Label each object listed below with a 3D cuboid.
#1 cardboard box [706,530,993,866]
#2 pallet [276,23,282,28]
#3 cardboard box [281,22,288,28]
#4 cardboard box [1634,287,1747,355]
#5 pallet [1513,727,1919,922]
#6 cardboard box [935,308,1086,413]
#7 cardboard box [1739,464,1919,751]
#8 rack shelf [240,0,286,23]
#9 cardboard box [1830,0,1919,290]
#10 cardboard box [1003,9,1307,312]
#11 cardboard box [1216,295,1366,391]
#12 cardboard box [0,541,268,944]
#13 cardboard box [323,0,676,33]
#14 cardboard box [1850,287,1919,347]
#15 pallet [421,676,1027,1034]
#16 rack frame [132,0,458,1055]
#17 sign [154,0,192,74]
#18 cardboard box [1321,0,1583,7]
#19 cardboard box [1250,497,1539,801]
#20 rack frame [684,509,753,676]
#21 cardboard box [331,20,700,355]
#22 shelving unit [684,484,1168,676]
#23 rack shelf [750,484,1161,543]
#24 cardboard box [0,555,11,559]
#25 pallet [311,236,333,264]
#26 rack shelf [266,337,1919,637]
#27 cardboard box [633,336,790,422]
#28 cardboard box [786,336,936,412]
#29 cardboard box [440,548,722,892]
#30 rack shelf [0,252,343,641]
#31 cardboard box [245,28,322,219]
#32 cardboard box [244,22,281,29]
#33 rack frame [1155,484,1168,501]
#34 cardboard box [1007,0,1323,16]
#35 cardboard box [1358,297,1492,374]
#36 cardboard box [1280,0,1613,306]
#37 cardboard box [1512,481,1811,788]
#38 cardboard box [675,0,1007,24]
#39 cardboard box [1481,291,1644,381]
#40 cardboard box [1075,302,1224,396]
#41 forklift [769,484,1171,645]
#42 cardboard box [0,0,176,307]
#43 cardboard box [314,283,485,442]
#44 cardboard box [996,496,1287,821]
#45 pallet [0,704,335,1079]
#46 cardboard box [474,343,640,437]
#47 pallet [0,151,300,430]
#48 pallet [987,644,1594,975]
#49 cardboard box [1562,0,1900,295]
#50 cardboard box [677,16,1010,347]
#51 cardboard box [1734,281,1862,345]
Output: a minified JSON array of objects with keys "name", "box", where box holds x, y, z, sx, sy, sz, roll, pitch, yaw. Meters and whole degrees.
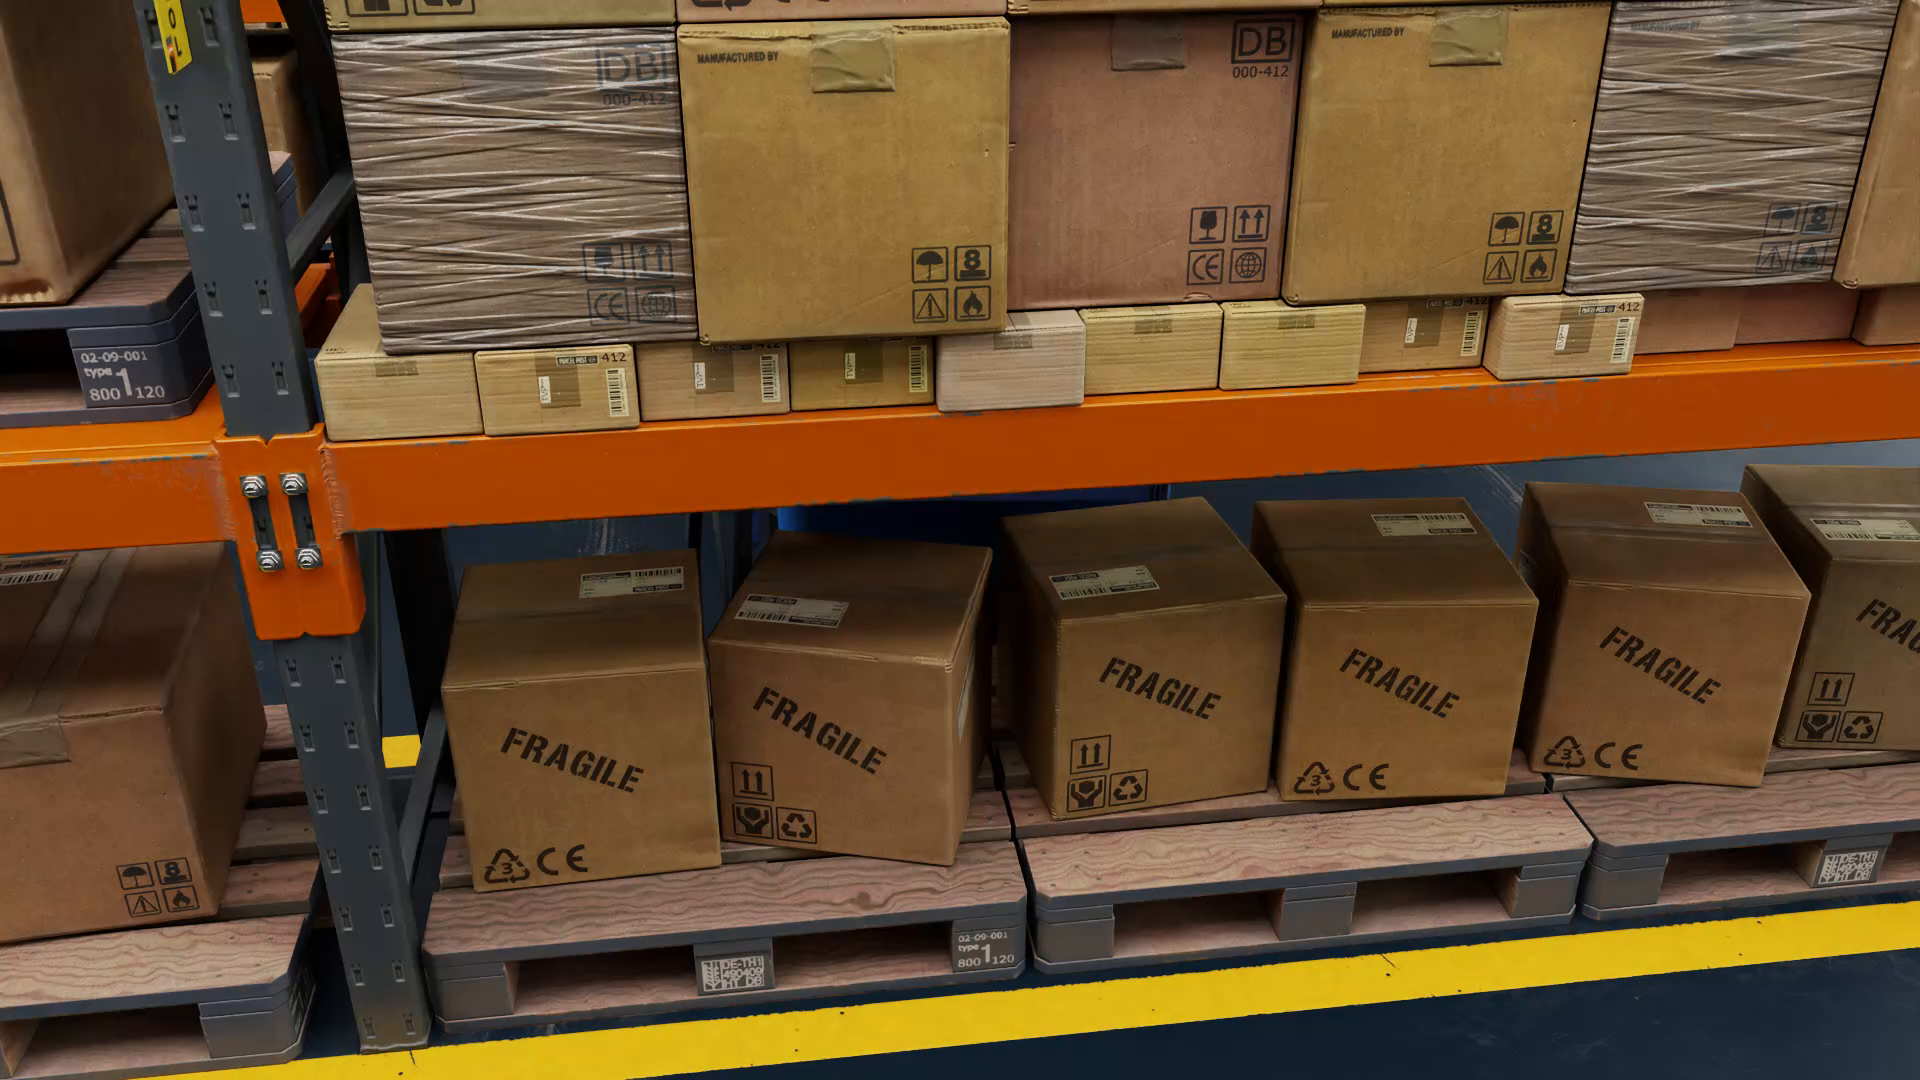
[{"name":"cardboard box","box":[-0.217,0.328,3.603,0.500,0.500,0.500,5,28,9]},{"name":"pallet","box":[-4.547,-3.660,12.152,1.213,0.211,1.003,-4,27,-7]},{"name":"cardboard box","box":[-4.485,-3.921,12.024,0.625,0.372,0.950,-3,27,-5]},{"name":"cardboard box","box":[1.287,-0.494,3.203,0.250,0.149,0.380,-4,27,-7]},{"name":"pallet","box":[1.891,0.477,4.090,1.213,0.211,1.003,-4,27,-7]},{"name":"cardboard box","box":[0.062,-0.372,2.964,0.250,0.149,0.380,-4,27,-7]},{"name":"cardboard box","box":[2.155,0.153,3.944,0.500,0.500,0.500,1,27,2]},{"name":"rack shelf","box":[-3.757,-2.351,7.335,4.000,0.370,1.077,-4,27,-7]},{"name":"cardboard box","box":[1.749,-0.873,3.230,0.500,0.500,0.875,-4,27,-7]},{"name":"cardboard box","box":[0.250,-0.821,3.128,0.500,0.500,0.875,-4,27,-7]},{"name":"cardboard box","box":[0.553,-0.417,3.053,0.250,0.149,0.380,-4,27,-7]},{"name":"cardboard box","box":[-1.796,0.396,3.449,0.500,0.500,0.700,-6,28,-11]},{"name":"cardboard box","box":[-0.704,-1.085,2.549,0.500,0.500,0.500,-4,27,-7]},{"name":"cardboard box","box":[1.785,-0.517,3.248,0.250,0.149,0.380,-4,27,-7]},{"name":"pallet","box":[-0.525,0.632,3.787,1.213,0.211,1.003,-4,27,-7]},{"name":"rack frame","box":[-1.185,-0.550,3.036,0.127,3.000,1.000,-4,27,-7]},{"name":"sign","box":[-1.104,-0.814,2.283,0.005,0.325,0.100,-4,27,-7]},{"name":"cardboard box","box":[0.779,-1.186,2.745,0.500,0.500,0.500,-4,27,-7]},{"name":"cardboard box","box":[0.945,0.238,3.779,0.500,0.500,0.500,-1,27,-2]},{"name":"rack frame","box":[-0.535,-0.318,3.777,0.032,1.500,0.500,-1,14,-23]},{"name":"cardboard box","box":[-0.731,-0.727,2.947,0.500,0.500,0.875,-4,27,-7]},{"name":"shelving unit","box":[-0.066,-0.323,3.973,1.048,1.500,0.538,-1,14,-23]},{"name":"rack shelf","box":[-0.081,-0.148,4.013,1.000,0.185,0.538,-1,14,-23]},{"name":"cardboard box","box":[-2.271,0.418,3.407,0.500,0.500,0.700,-4,27,-7]},{"name":"pallet","box":[-2.530,-1.475,7.893,1.213,0.211,1.003,-4,27,-7]},{"name":"rack shelf","box":[0.795,-0.357,3.448,4.000,0.370,1.077,-4,27,-7]},{"name":"cardboard box","box":[-0.437,-0.354,2.930,0.250,0.149,0.380,-4,27,-7]},{"name":"cardboard box","box":[-0.191,-0.375,2.969,0.250,0.149,0.380,-4,27,-7]},{"name":"cardboard box","box":[-0.784,0.368,3.525,0.500,0.500,0.500,-4,28,-9]},{"name":"rack shelf","box":[-3.166,-0.103,2.952,4.000,0.370,1.077,-4,27,-7]},{"name":"cardboard box","box":[-3.334,-1.845,7.564,0.750,0.750,1.050,-4,27,-7]},{"name":"cardboard box","box":[-5.236,-3.875,11.935,0.625,0.372,0.950,-4,27,-8]},{"name":"rack frame","box":[0.403,-0.327,4.170,0.032,1.500,0.500,-1,14,-23]},{"name":"cardboard box","box":[0.286,-1.149,2.674,0.500,0.500,0.500,-4,27,-7]},{"name":"cardboard box","box":[0.794,-0.454,3.124,0.250,0.149,0.380,-4,27,-7]},{"name":"cardboard box","box":[0.751,-0.834,3.154,0.500,0.500,0.875,-4,27,-7]},{"name":"cardboard box","box":[1.568,0.207,3.840,0.500,0.500,0.500,3,27,6]},{"name":"cardboard box","box":[-0.209,-1.118,2.612,0.500,0.500,0.500,-4,27,-7]},{"name":"cardboard box","box":[1.052,-0.438,3.094,0.250,0.149,0.380,-4,27,-7]},{"name":"cardboard box","box":[0.304,-0.407,3.032,0.250,0.149,0.380,-4,27,-7]},{"name":"forklift","box":[-0.030,-1.589,5.136,1.130,2.935,3.031,-1,27,-2]},{"name":"cardboard box","box":[-1.991,-1.016,2.828,1.000,1.000,1.000,-3,27,-7]},{"name":"cardboard box","box":[-0.930,-0.316,2.855,0.250,0.149,0.380,-4,27,-7]},{"name":"cardboard box","box":[0.386,0.253,3.749,0.500,0.500,0.500,-6,28,-12]},{"name":"pallet","box":[-1.956,0.741,3.575,1.213,0.211,1.003,-4,27,-7]},{"name":"cardboard box","box":[-0.681,-0.326,2.875,0.250,0.149,0.380,-4,27,-7]},{"name":"pallet","box":[-1.962,-0.482,3.113,1.213,0.211,1.003,-4,27,-7]},{"name":"pallet","box":[0.686,0.553,3.941,1.213,0.211,1.003,-4,27,-7]},{"name":"cardboard box","box":[1.248,-0.860,3.206,0.500,0.500,0.875,-4,27,-7]},{"name":"cardboard box","box":[-0.231,-0.743,2.978,0.500,0.500,0.875,-4,27,-7]},{"name":"cardboard box","box":[1.531,-0.520,3.253,0.250,0.149,0.380,-4,27,-7]}]
